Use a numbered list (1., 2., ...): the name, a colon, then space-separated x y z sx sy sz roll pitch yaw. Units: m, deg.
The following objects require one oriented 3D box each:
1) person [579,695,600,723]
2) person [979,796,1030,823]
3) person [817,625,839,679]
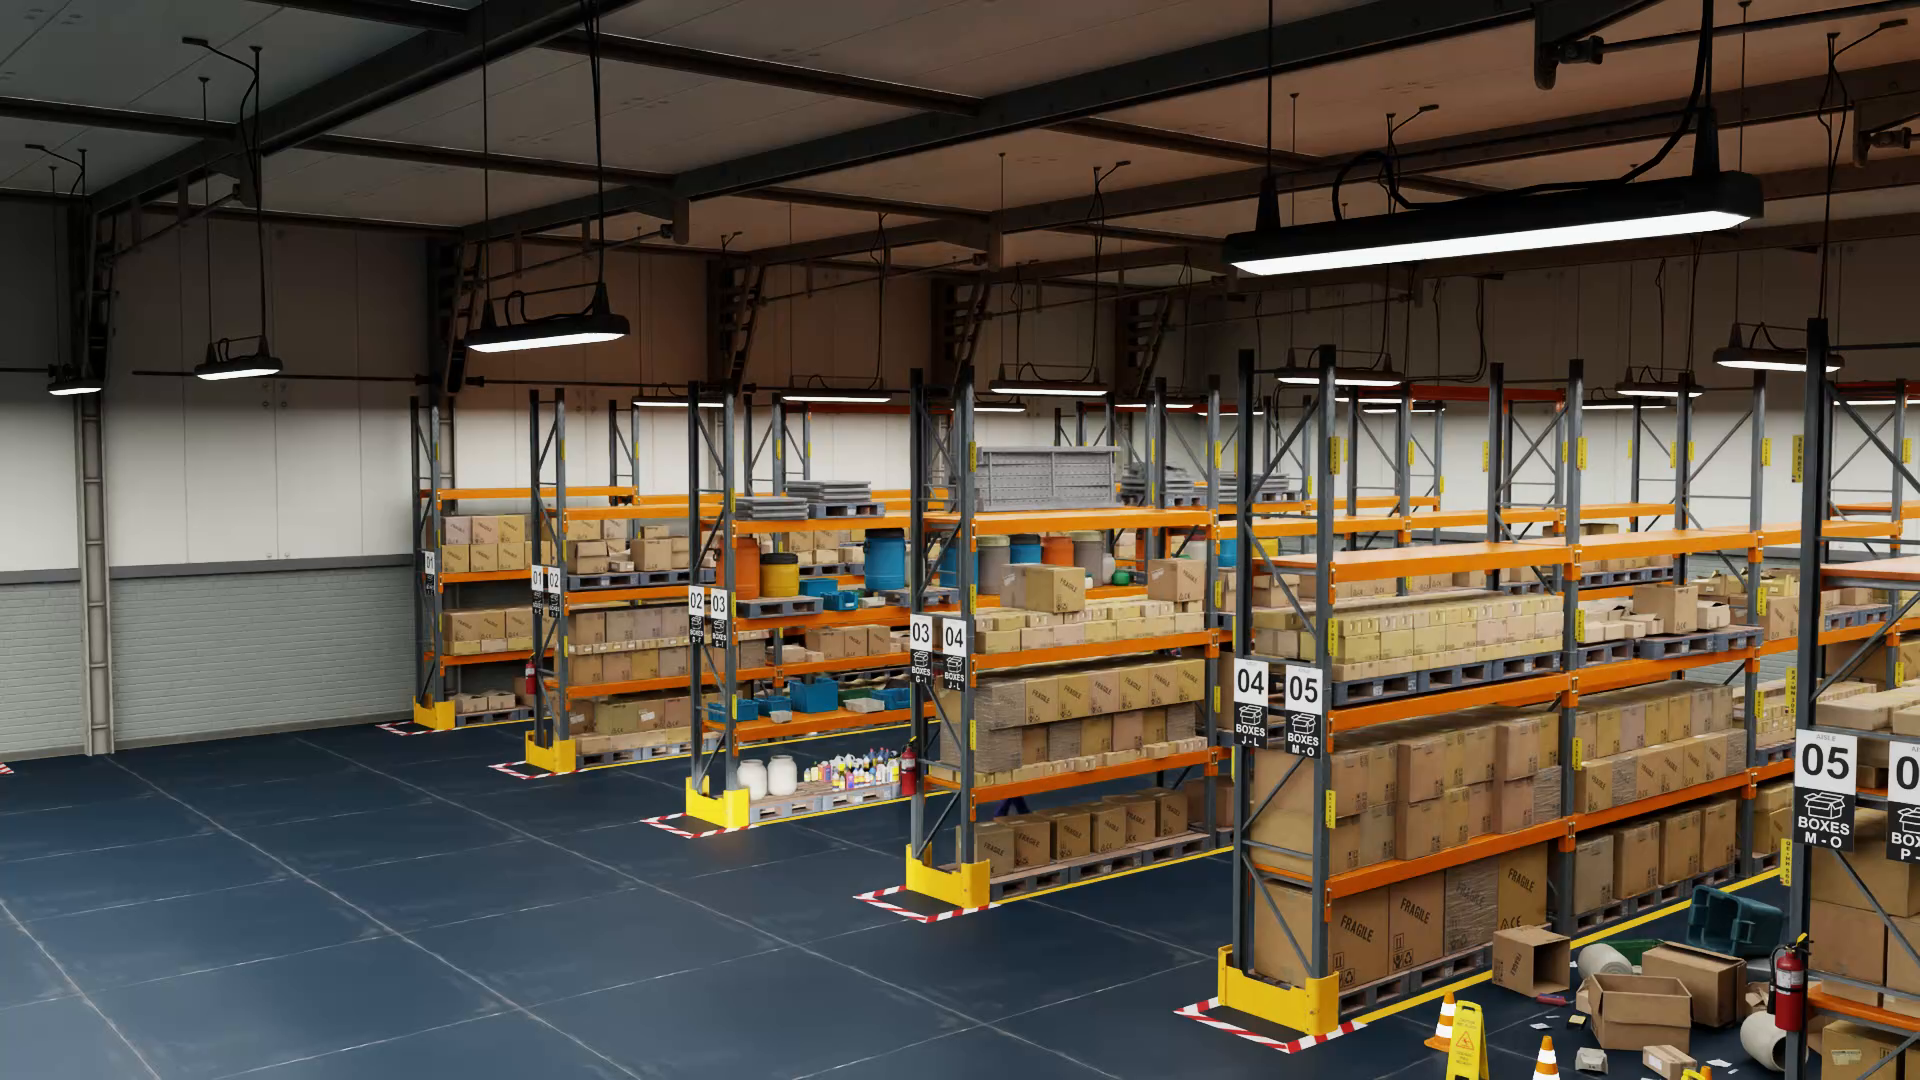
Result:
1. person: -6.772 2.550 30.148 0.514 1.623 0.905 1 3 10
2. person: 0.582 3.054 22.123 1.055 1.571 0.494 -2 4 -36
3. person: -2.545 2.482 31.784 0.599 1.712 0.471 -3 5 -43
